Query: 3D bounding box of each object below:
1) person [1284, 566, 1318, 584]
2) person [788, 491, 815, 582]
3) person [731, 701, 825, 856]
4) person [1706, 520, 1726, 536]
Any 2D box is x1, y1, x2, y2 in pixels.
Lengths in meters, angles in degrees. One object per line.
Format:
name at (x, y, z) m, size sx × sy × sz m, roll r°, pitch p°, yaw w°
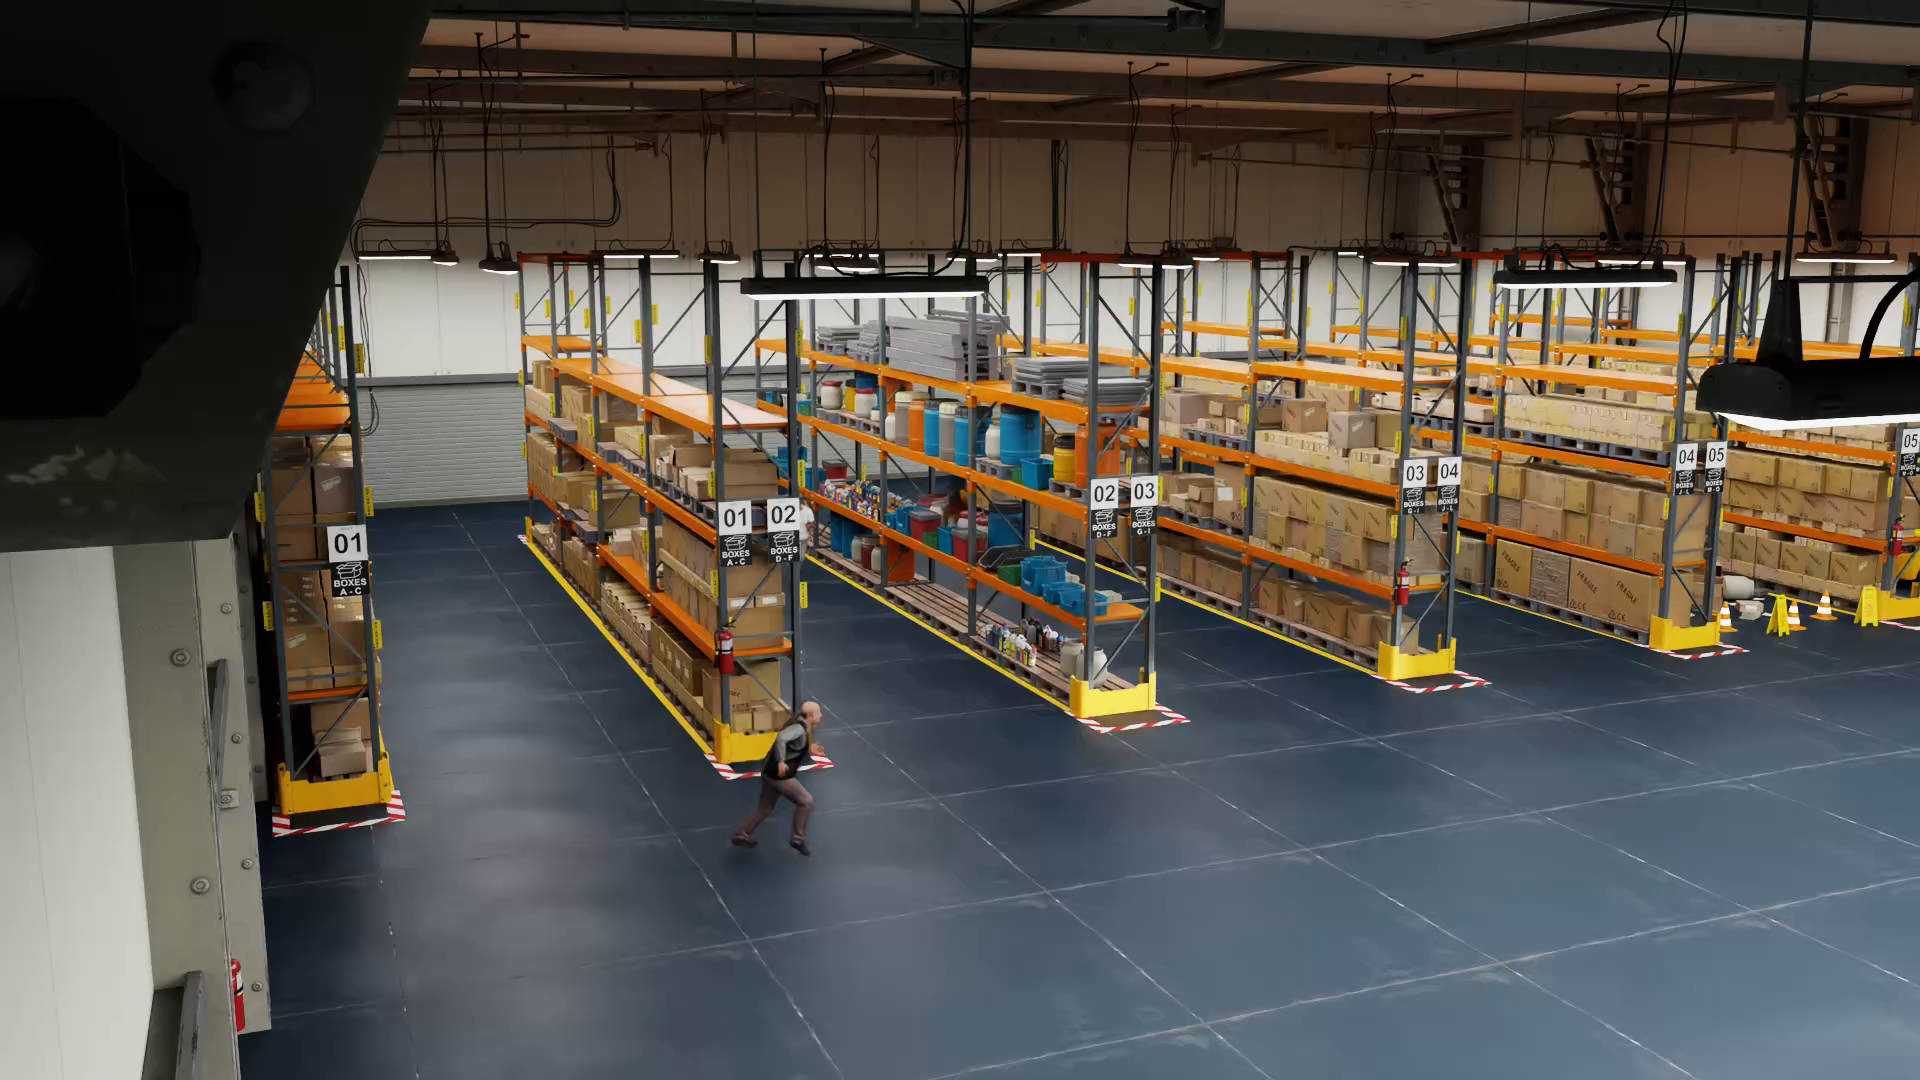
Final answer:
person at (6.376, -0.143, 30.853) m, size 0.649 × 1.827 × 0.865 m, roll -5°, pitch 11°, yaw -24°
person at (-2.956, -0.037, 30.183) m, size 0.677 × 1.727 × 0.730 m, roll -5°, pitch 11°, yaw -25°
person at (-1.872, 2.490, 17.089) m, size 0.990 × 1.673 × 0.703 m, roll -1°, pitch 10°, yaw -8°
person at (15.305, -0.508, 33.436) m, size 0.571 × 1.603 × 0.721 m, roll -5°, pitch 12°, yaw -27°
